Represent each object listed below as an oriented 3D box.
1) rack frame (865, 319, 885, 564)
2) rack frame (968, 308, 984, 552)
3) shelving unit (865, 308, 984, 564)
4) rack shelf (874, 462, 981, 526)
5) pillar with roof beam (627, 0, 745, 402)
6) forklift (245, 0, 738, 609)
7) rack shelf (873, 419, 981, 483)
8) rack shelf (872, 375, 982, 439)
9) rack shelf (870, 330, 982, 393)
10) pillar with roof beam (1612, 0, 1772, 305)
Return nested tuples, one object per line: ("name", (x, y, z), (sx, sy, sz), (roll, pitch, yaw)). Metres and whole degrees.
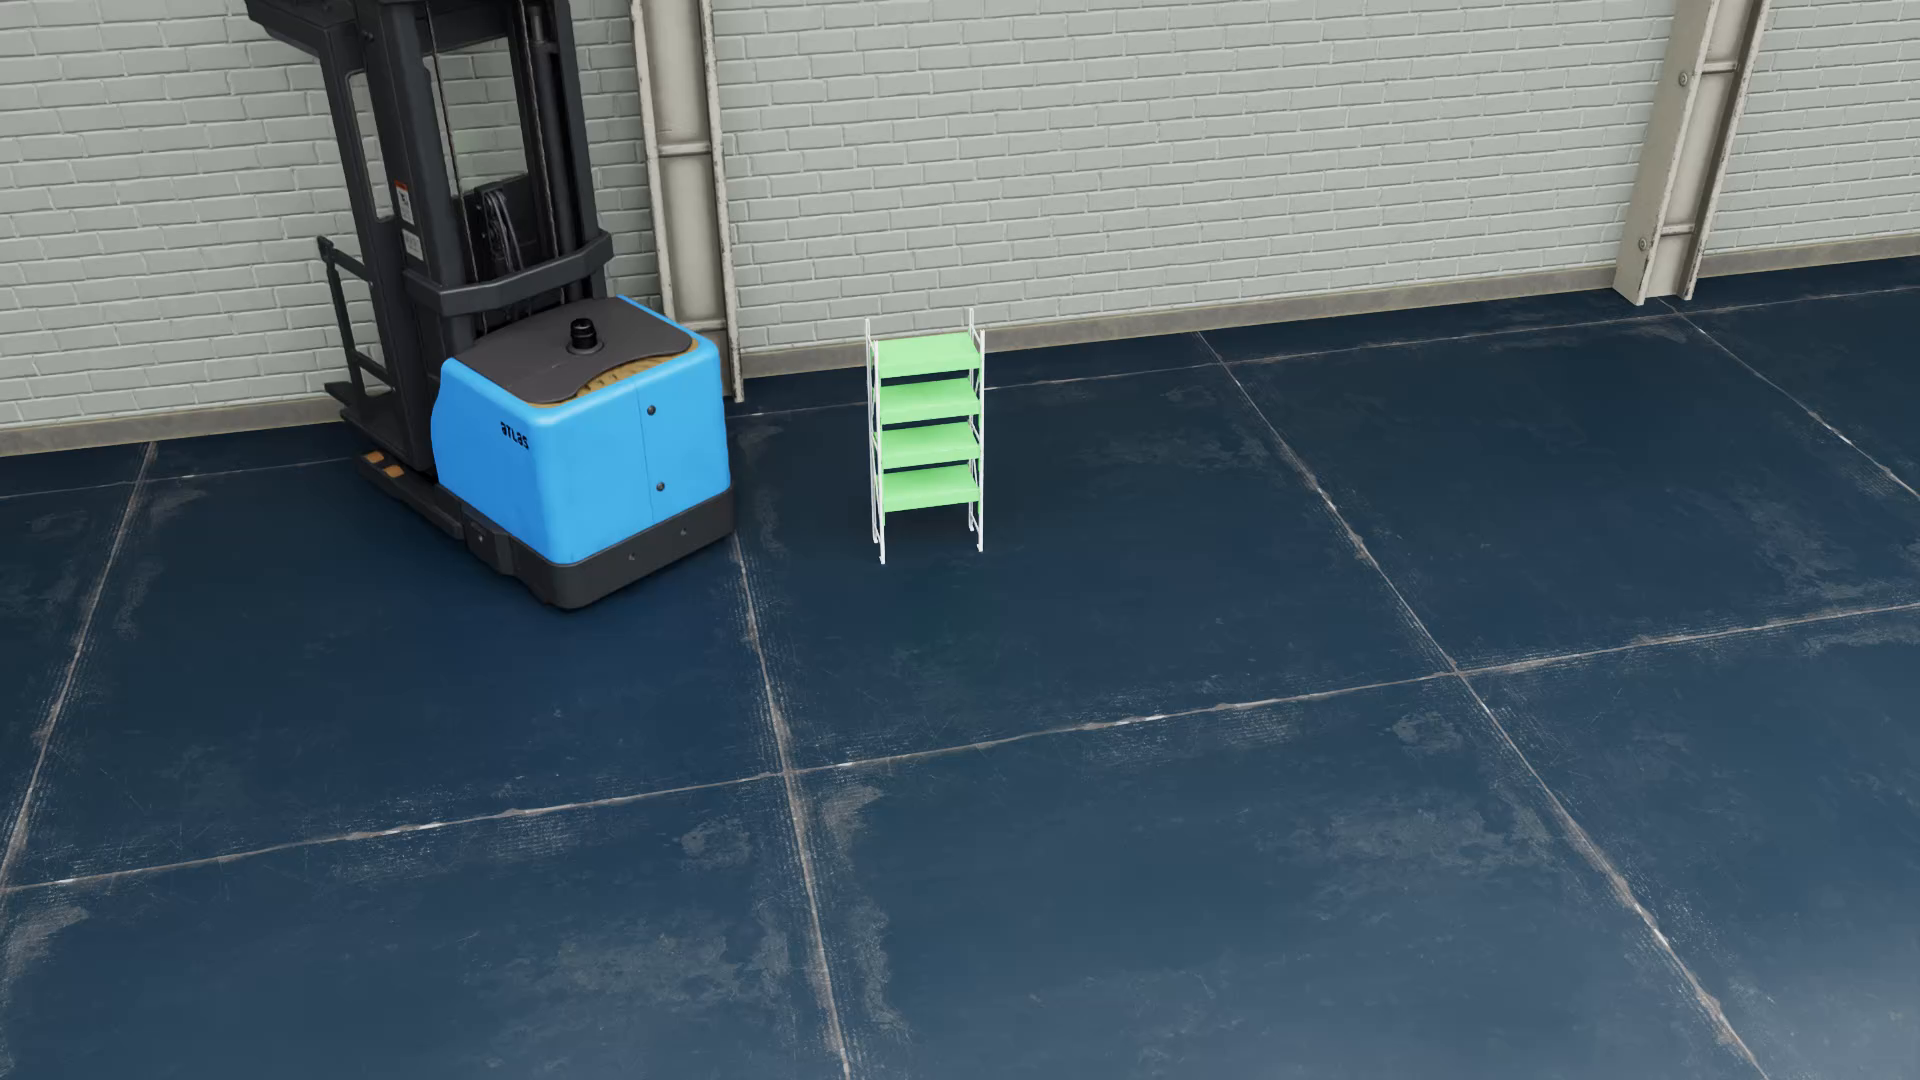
("rack frame", (-0.399, -0.448, 7.841), (0.015, 1.200, 0.240), (-7, 35, -11))
("rack frame", (0.077, -0.508, 7.930), (0.015, 1.200, 0.240), (-7, 35, -11))
("shelving unit", (-0.161, -0.478, 7.885), (0.503, 1.200, 0.258), (-7, 35, -11))
("rack shelf", (-0.161, -0.226, 8.055), (0.480, 0.148, 0.258), (-7, 35, -11))
("pillar with roof beam", (-0.498, -2.241, 3.513), (0.400, 9.000, 9.100), (-7, 35, -11))
("forklift", (-2.501, -1.618, 8.030), (3.031, 2.935, 1.130), (29, 43, 36))
("rack shelf", (-0.161, -0.425, 7.921), (0.480, 0.148, 0.258), (-7, 35, -11))
("rack shelf", (-0.161, -0.624, 7.787), (0.480, 0.148, 0.258), (-7, 35, -11))
("rack shelf", (-0.161, -0.823, 7.653), (0.480, 0.148, 0.258), (-7, 35, -11))
("pillar with roof beam", (5.354, -2.978, 4.612), (0.400, 9.000, 9.100), (-7, 35, -11))
